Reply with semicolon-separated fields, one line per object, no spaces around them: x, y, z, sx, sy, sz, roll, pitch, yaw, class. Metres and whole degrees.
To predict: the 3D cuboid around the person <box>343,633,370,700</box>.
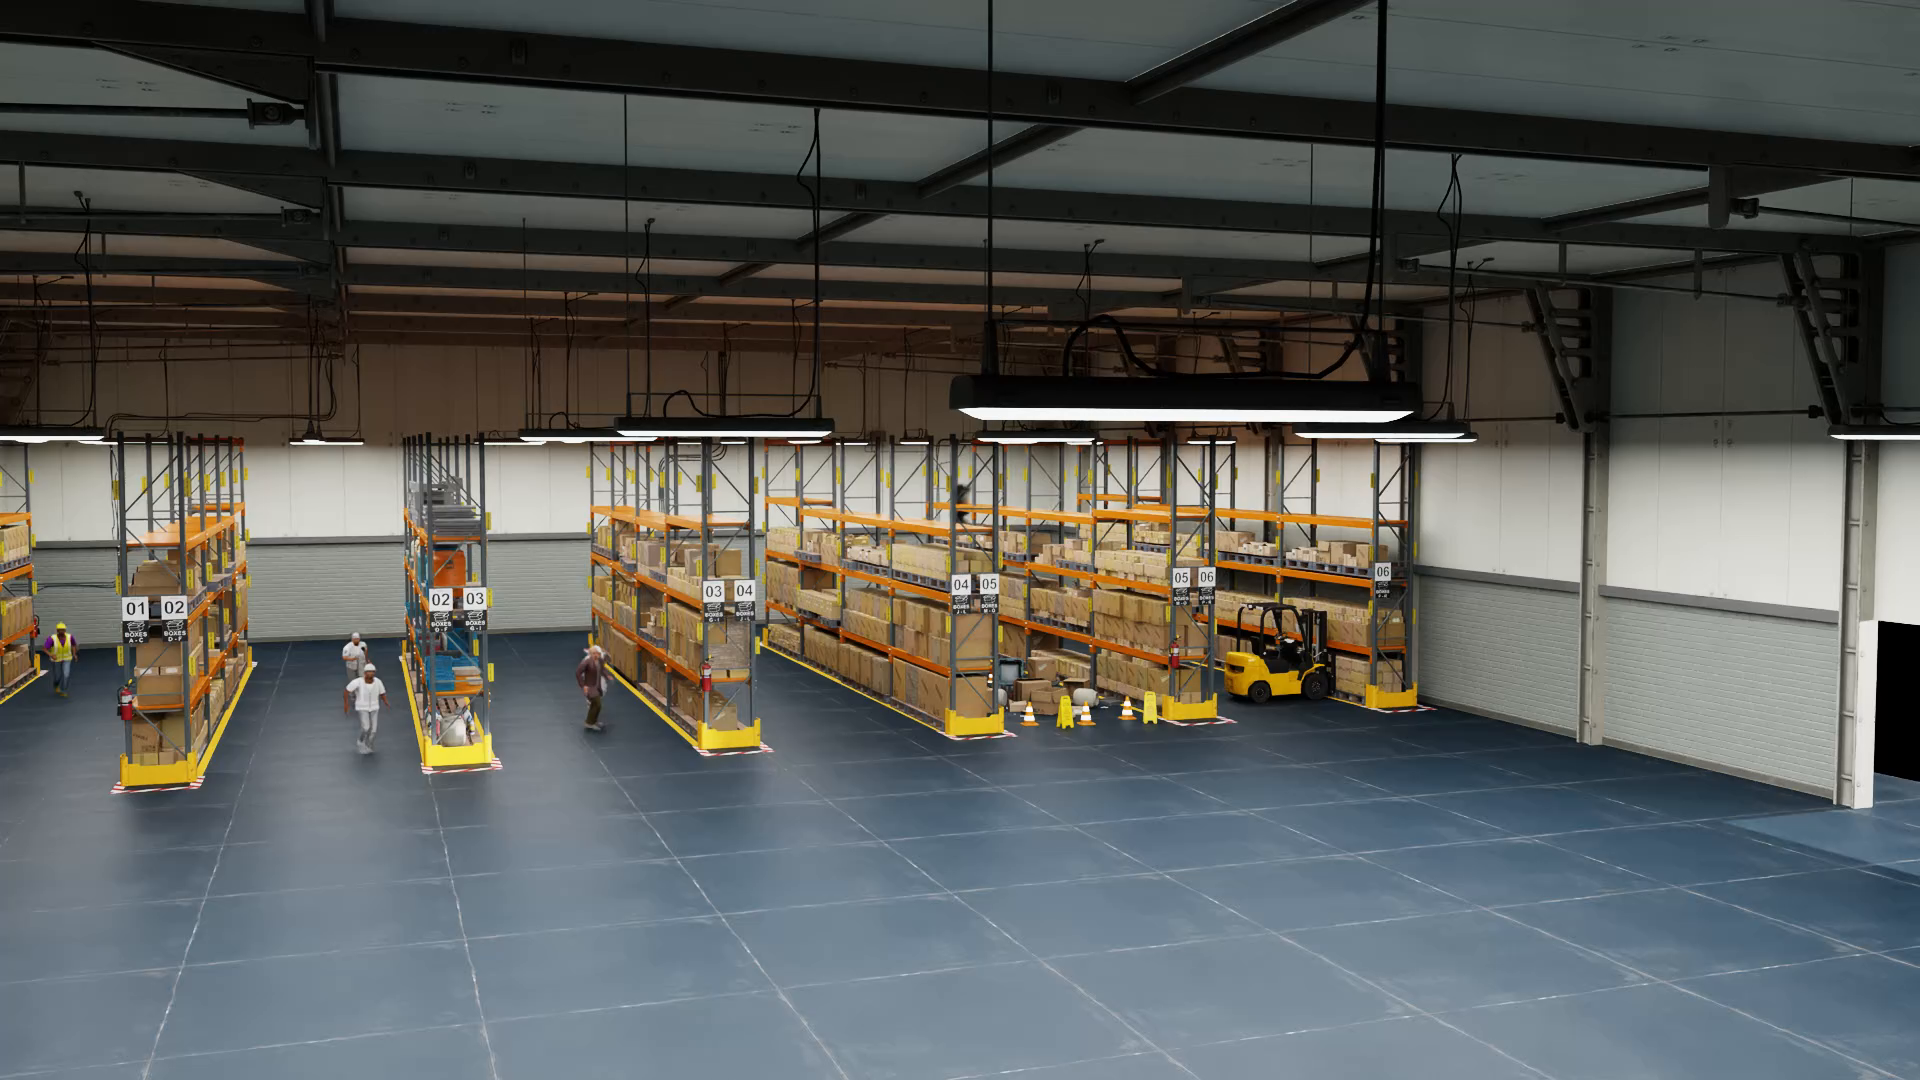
-13.464;2.862;37.095;0.601;1.641;0.948;-2;4;-26;person

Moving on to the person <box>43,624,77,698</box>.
-20.678;2.759;38.223;0.697;1.713;0.766;-2;4;-36;person

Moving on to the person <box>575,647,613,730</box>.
-7.443;3.013;33.891;0.801;1.715;0.730;1;3;22;person

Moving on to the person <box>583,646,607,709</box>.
-7.860;2.979;35.824;0.666;1.483;0.964;-2;4;-34;person

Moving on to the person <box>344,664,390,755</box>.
-10.998;3.149;30.875;0.707;1.704;0.737;-3;4;-40;person
